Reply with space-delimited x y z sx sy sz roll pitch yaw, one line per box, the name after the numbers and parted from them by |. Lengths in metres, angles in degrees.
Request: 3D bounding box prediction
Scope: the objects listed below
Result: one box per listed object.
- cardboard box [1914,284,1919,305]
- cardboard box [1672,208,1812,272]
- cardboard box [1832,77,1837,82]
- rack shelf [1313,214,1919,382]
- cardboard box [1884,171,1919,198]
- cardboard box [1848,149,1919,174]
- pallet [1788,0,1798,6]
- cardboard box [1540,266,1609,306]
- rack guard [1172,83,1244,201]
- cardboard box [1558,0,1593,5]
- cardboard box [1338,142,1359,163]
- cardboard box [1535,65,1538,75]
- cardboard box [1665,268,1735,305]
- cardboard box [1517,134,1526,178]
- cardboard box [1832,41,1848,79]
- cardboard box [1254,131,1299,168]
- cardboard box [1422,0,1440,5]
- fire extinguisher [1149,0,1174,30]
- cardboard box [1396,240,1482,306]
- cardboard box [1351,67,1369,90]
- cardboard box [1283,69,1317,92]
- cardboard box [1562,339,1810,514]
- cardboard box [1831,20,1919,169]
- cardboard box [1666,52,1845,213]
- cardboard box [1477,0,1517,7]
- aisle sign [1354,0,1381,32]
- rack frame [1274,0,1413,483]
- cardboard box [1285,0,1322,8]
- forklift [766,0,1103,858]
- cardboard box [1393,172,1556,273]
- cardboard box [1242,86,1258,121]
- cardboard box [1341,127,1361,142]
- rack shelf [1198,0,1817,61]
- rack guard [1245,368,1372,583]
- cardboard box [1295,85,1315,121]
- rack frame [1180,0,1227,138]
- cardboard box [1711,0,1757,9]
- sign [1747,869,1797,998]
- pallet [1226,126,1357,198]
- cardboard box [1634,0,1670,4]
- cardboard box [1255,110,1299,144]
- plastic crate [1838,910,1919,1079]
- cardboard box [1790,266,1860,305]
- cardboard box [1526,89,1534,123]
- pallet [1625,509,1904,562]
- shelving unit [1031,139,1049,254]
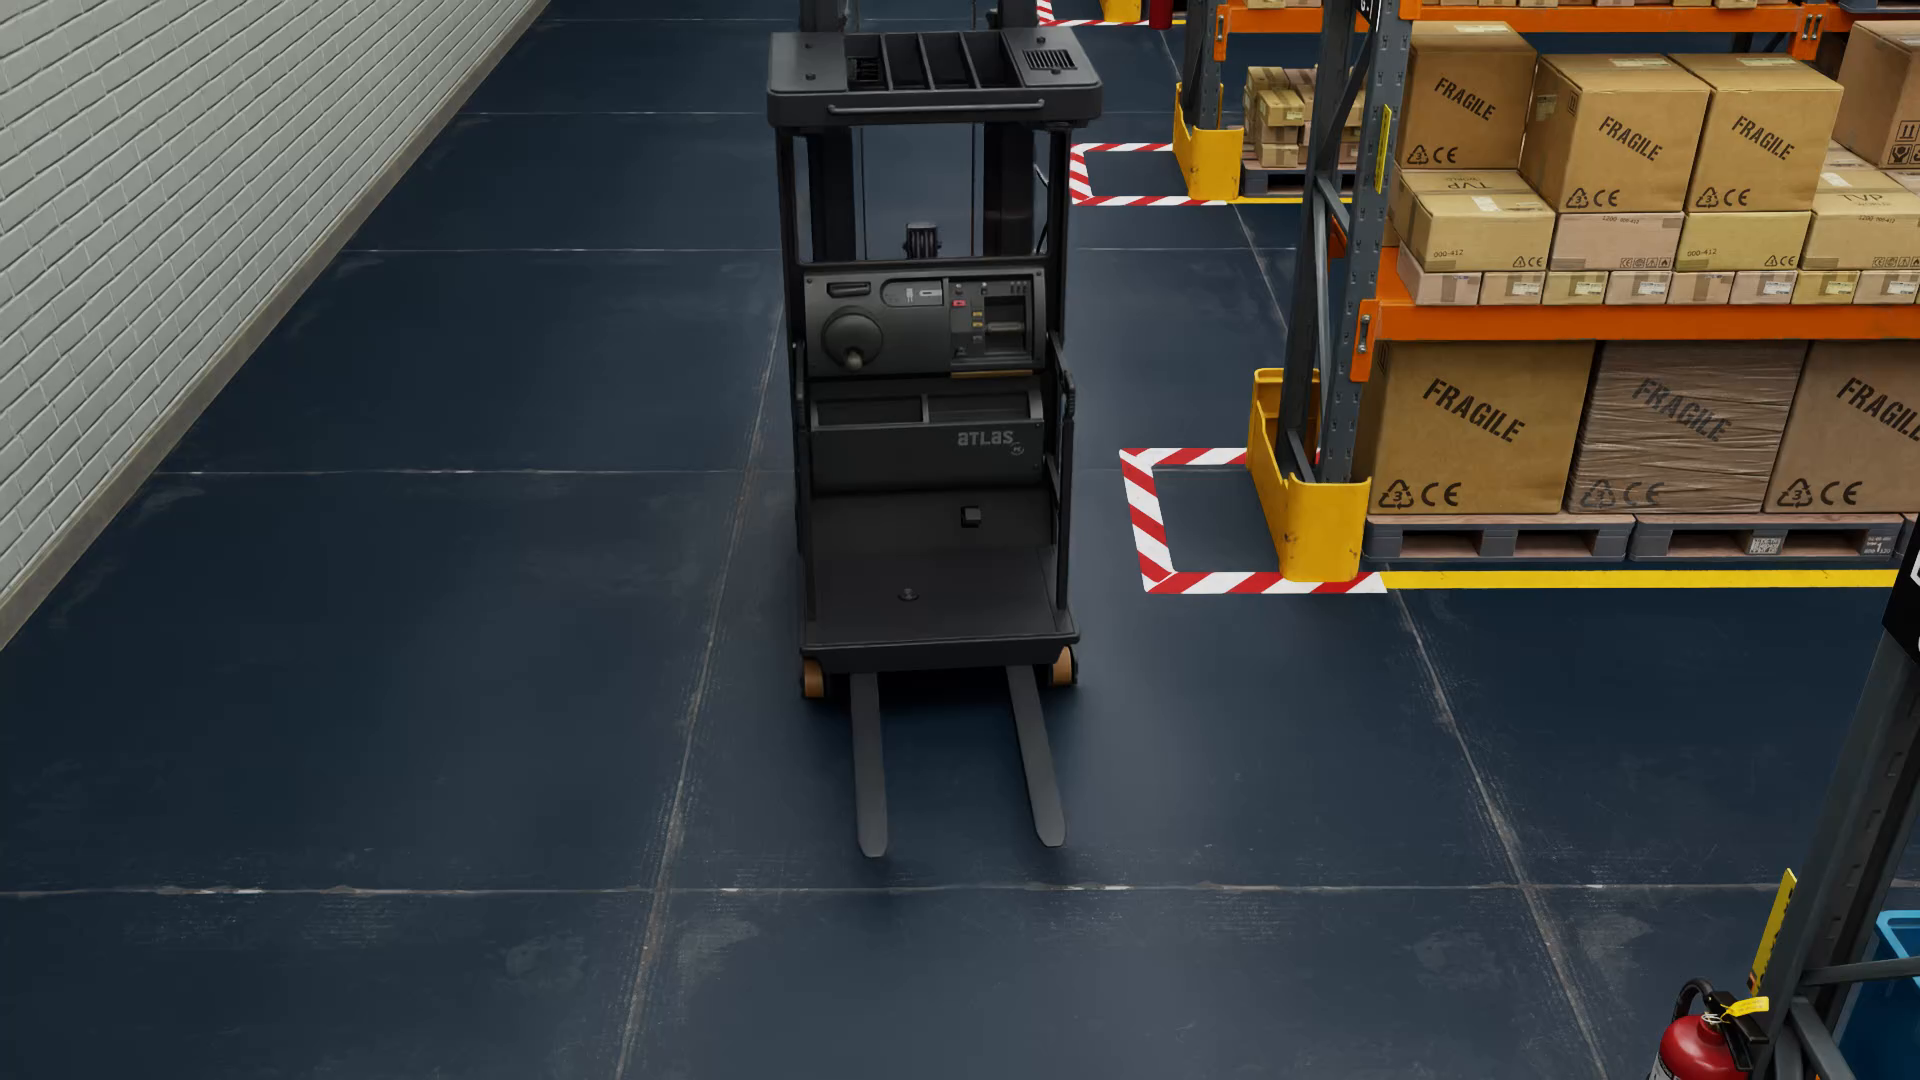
4.050 -1.127 6.958 0.250 0.149 0.380 -1 31 -1 | cardboard box
3.142 -1.326 6.902 0.500 0.250 0.500 -1 31 -2 | cardboard box
6.450 -2.958 11.739 0.500 0.500 0.500 1 31 2 | cardboard box
3.638 -1.096 7.357 4.000 0.370 1.077 0 31 0 | rack shelf
4.171 -1.330 6.909 0.500 0.250 0.500 0 31 1 | cardboard box
4.152 -1.603 7.359 0.500 0.250 0.500 1 31 1 | cardboard box
7.573 -5.404 16.454 1.213 0.211 1.003 0 31 0 | pallet
2.508 -1.122 6.950 0.250 0.149 0.380 -1 31 -1 | cardboard box
1.786 -2.901 12.050 0.348 0.500 1.175 0 31 0 | rack guard
4.116 -3.748 11.278 0.250 0.149 0.380 -1 31 -1 | cardboard box
2.745 -2.814 11.840 0.250 0.149 0.380 0 31 0 | cardboard box
4.320 -3.336 12.127 0.250 0.149 0.380 0 31 1 | cardboard box
3.023 -1.124 6.952 0.250 0.149 0.380 -1 31 -1 | cardboard box
2.629 -1.600 7.354 0.500 0.250 0.500 -1 31 -1 | cardboard box
6.450 -3.279 11.545 0.500 0.250 0.500 -1 31 -2 | cardboard box
2.235 -2.766 11.761 0.250 0.149 0.380 0 31 1 | cardboard box
3.089 -3.749 11.279 0.250 0.149 0.380 0 31 -1 | cardboard box
1.455 -4.016 11.912 0.183 0.674 0.296 0 31 0 | fire extinguisher
1.995 -1.119 6.945 0.250 0.149 0.380 0 31 0 | cardboard box
3.007 -3.324 12.106 0.250 0.149 0.380 -1 31 -2 | cardboard box
2.489 -3.289 12.049 0.250 0.149 0.380 0 31 1 | cardboard box
3.188 -0.714 7.679 0.875 0.875 0.875 0 31 0 | cardboard box
4.145 -1.923 7.162 0.500 0.500 0.500 -1 31 -2 | cardboard box
3.138 -1.648 6.710 0.500 0.500 0.500 -1 31 -2 | cardboard box
3.595 -3.725 11.240 0.250 0.149 0.380 1 31 2 | cardboard box
1.568 -2.352 6.229 0.004 0.787 0.394 0 31 0 | aisle sign
1.638 -1.397 7.161 0.127 3.000 1.000 0 31 0 | rack frame
2.290 -3.716 11.225 0.250 0.149 0.380 1 31 1 | cardboard box
-0.112 -0.797 6.239 1.130 2.935 3.031 -3 31 -4 | forklift
2.120 -1.321 6.894 0.500 0.250 0.500 -1 31 -2 | cardboard box
2.236 -3.208 12.202 0.250 0.149 0.380 -1 31 -2 | cardboard box
2.753 -2.945 11.768 0.250 0.149 0.380 0 31 0 | cardboard box
3.710 -3.669 11.598 4.000 0.370 1.077 0 31 0 | rack shelf
1.614 -0.328 7.809 0.348 0.500 1.175 0 31 0 | rack guard
2.510 -3.074 11.694 0.250 0.149 0.380 0 31 1 | cardboard box
1.710 -3.970 11.401 0.127 3.000 1.000 0 31 0 | rack frame
5.168 -3.695 11.191 0.250 0.149 0.380 -1 31 -2 | cardboard box
1.649 0.817 3.354 0.005 0.325 0.100 0 31 0 | sign
2.598 -2.762 12.099 1.213 0.211 1.003 0 31 0 | pallet
4.643 -3.760 11.298 0.250 0.149 0.380 -1 31 -2 | cardboard box
2.235 -2.926 11.738 0.250 0.149 0.380 1 31 2 | cardboard box
2.002 1.034 3.063 0.499 0.435 0.616 0 31 0 | plastic crate
3.533 -1.125 6.954 0.250 0.149 0.380 -1 31 -2 | cardboard box
4.051 -3.019 11.604 0.250 0.149 0.380 -1 31 -2 | cardboard box
3.654 -0.250 7.959 1.213 0.211 1.003 0 31 0 | pallet
-0.115 -1.134 8.174 1.048 1.500 0.538 -5 32 -8 | shelving unit
